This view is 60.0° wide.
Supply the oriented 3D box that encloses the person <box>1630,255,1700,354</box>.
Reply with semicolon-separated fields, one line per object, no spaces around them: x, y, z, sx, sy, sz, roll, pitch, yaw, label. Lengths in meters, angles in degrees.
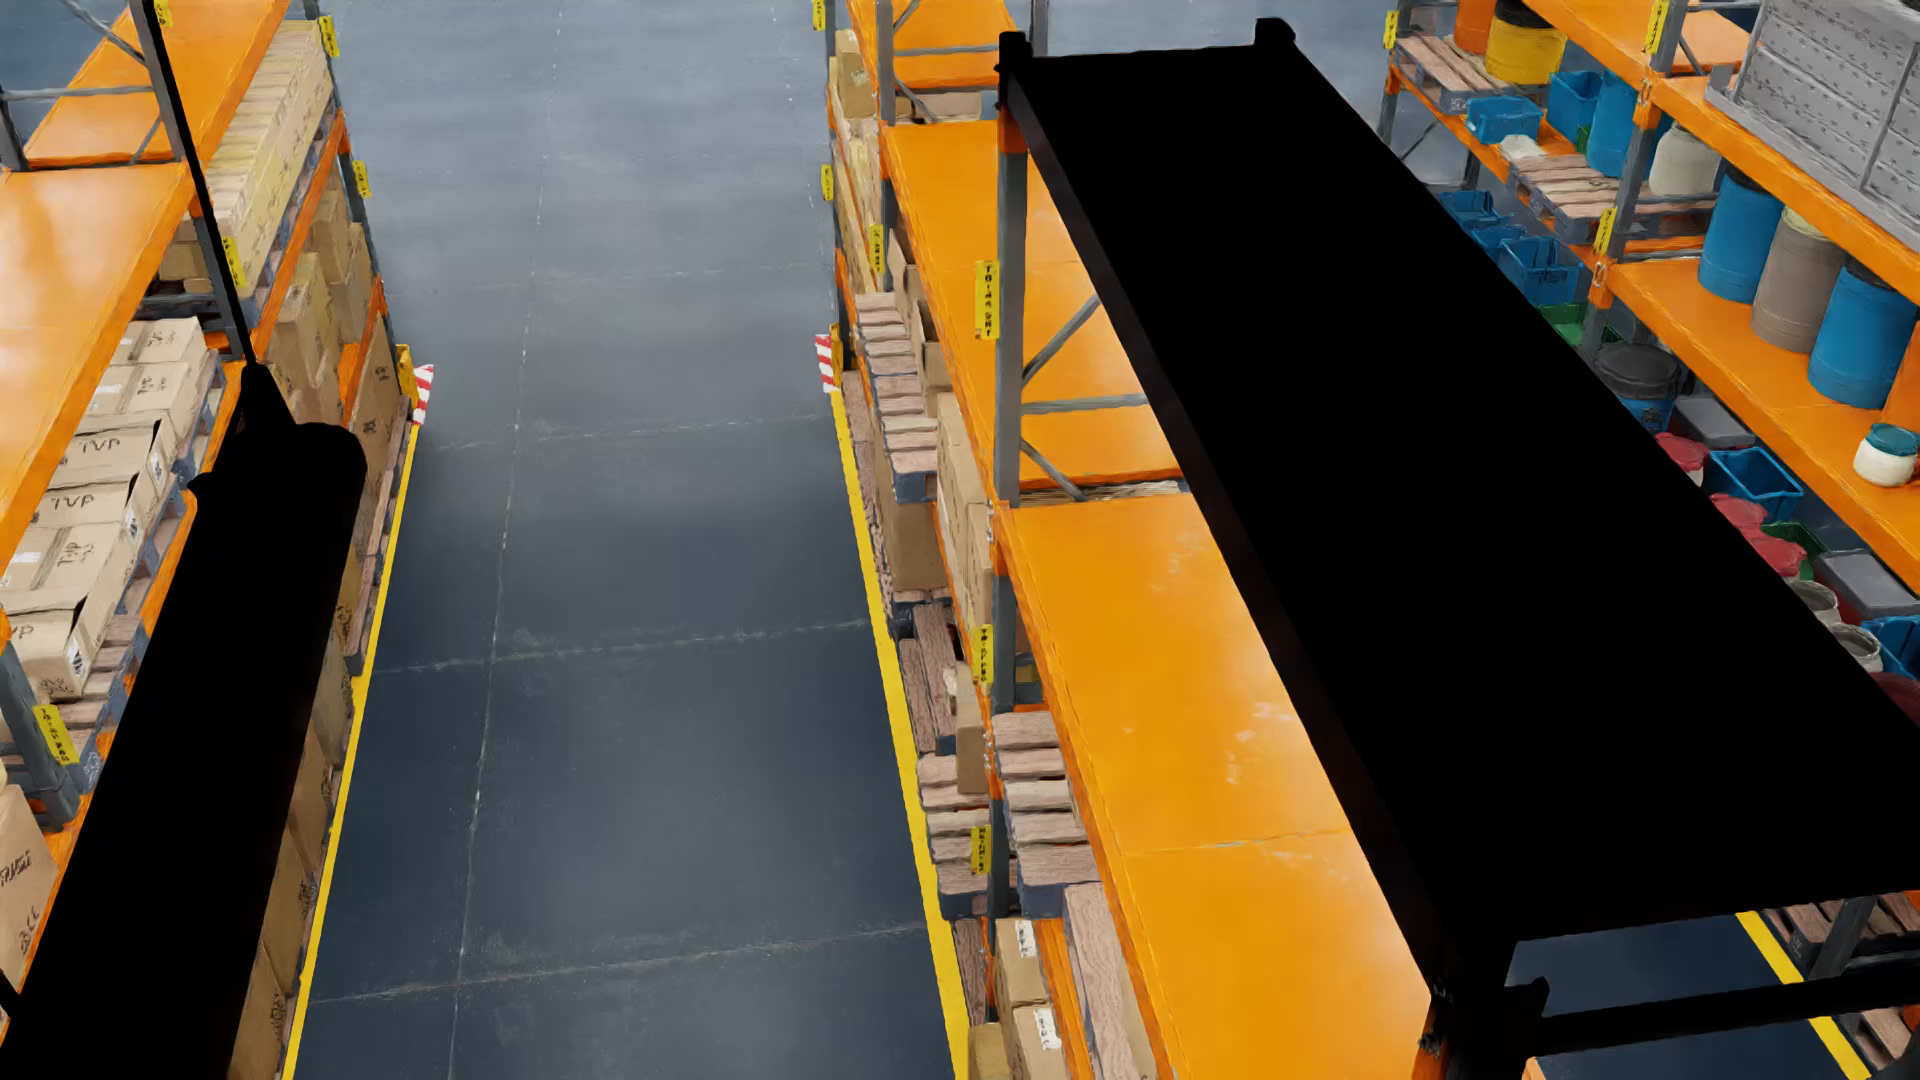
6.371;-2.254;15.105;0.443;1.661;0.526;-26;44;-31;person
